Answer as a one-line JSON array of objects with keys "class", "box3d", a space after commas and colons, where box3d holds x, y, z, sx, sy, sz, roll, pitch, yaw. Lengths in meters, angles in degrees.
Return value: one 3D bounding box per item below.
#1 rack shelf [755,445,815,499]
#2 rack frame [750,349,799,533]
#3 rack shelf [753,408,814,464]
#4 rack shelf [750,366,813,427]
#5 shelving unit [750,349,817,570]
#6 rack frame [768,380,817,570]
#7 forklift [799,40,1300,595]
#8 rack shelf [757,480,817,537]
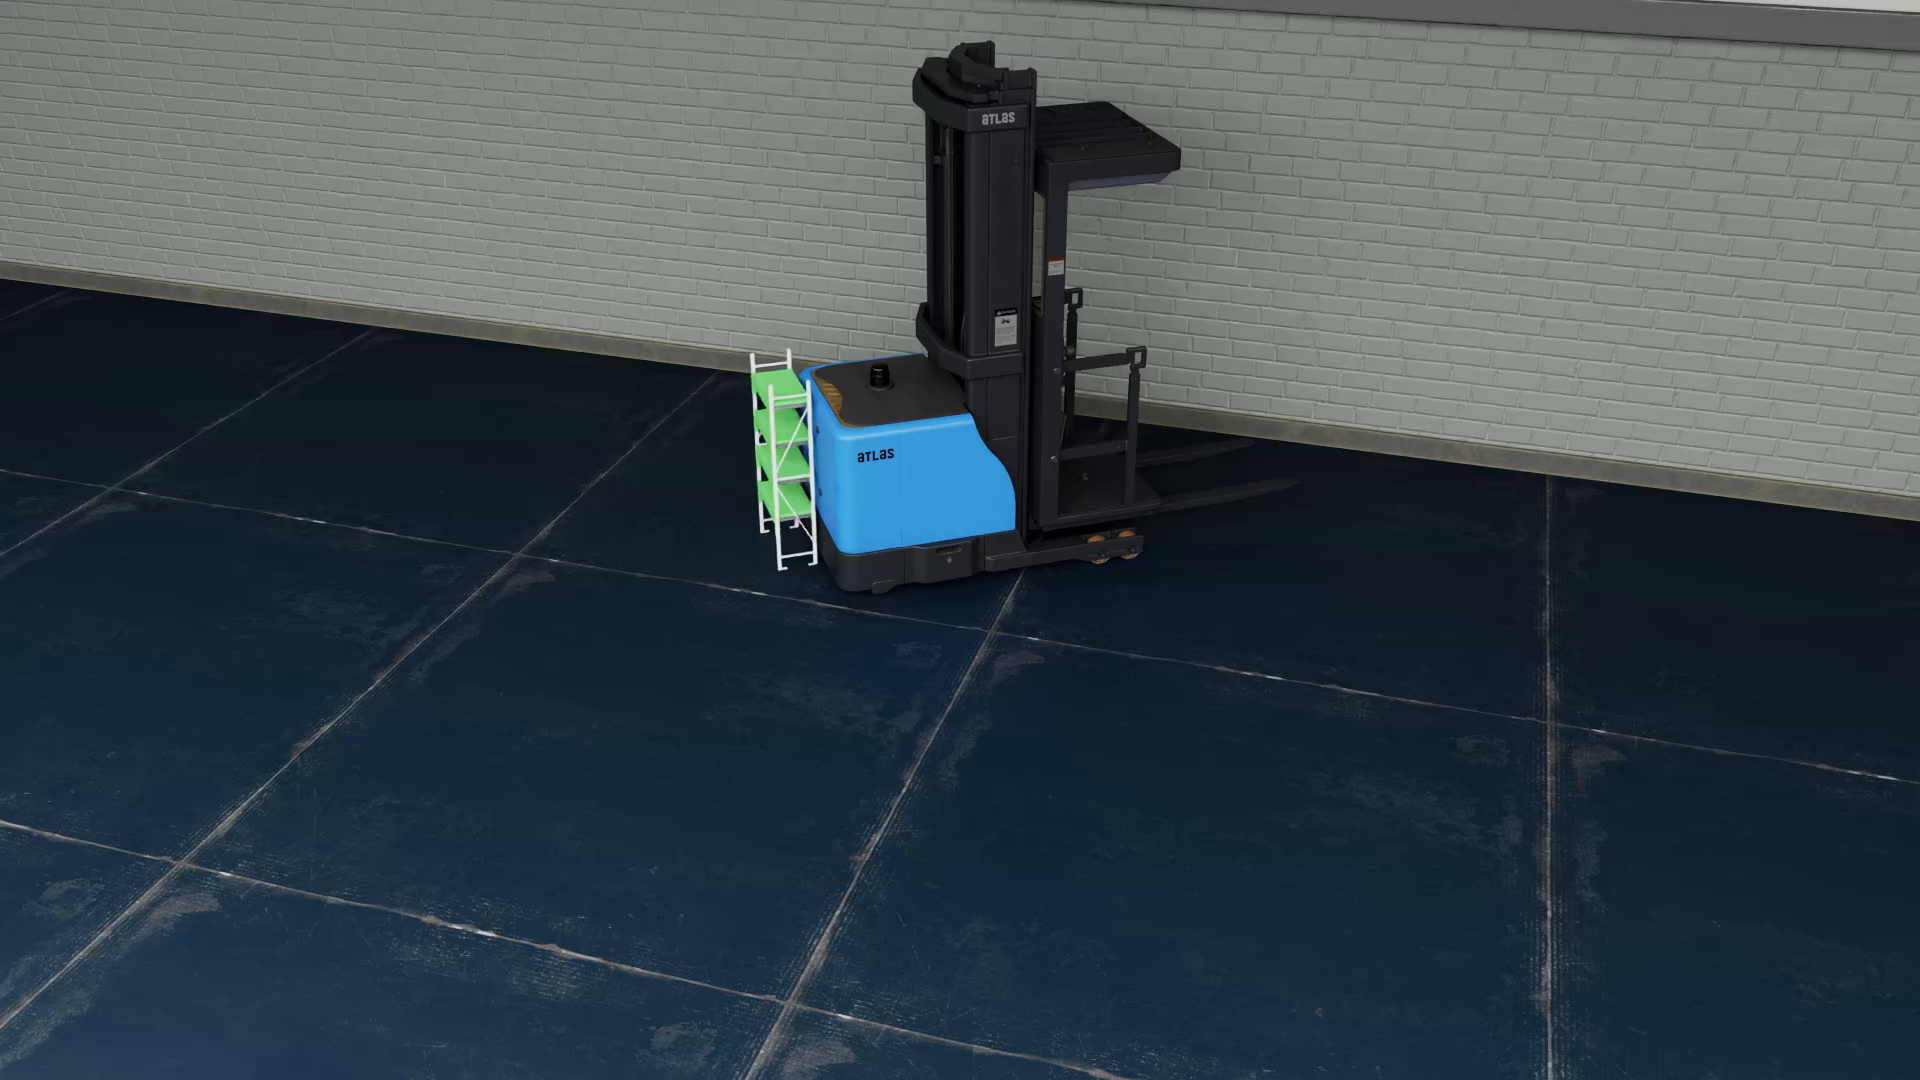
[{"class": "rack shelf", "box3d": [-1.048, -0.420, 9.936, 0.258, 0.148, 0.480, -9, 30, -16]}, {"class": "rack frame", "box3d": [-1.124, -0.589, 10.107, 0.240, 1.200, 0.015, -9, 30, -16]}, {"class": "rack shelf", "box3d": [-1.046, -0.631, 9.820, 0.258, 0.148, 0.480, -9, 30, -16]}, {"class": "rack shelf", "box3d": [-1.044, -0.841, 9.704, 0.258, 0.148, 0.480, -9, 30, -16]}, {"class": "shelving unit", "box3d": [-1.047, -0.476, 9.905, 0.258, 1.200, 0.503, -9, 30, -16]}, {"class": "rack frame", "box3d": [-0.970, -0.364, 9.702, 0.240, 1.200, 0.015, -9, 30, -16]}, {"class": "forklift", "box3d": [0.599, -1.374, 9.741, 3.031, 2.935, 1.130, -9, 30, -16]}, {"class": "rack shelf", "box3d": [-1.050, -0.210, 10.052, 0.258, 0.148, 0.480, -9, 30, -16]}]
